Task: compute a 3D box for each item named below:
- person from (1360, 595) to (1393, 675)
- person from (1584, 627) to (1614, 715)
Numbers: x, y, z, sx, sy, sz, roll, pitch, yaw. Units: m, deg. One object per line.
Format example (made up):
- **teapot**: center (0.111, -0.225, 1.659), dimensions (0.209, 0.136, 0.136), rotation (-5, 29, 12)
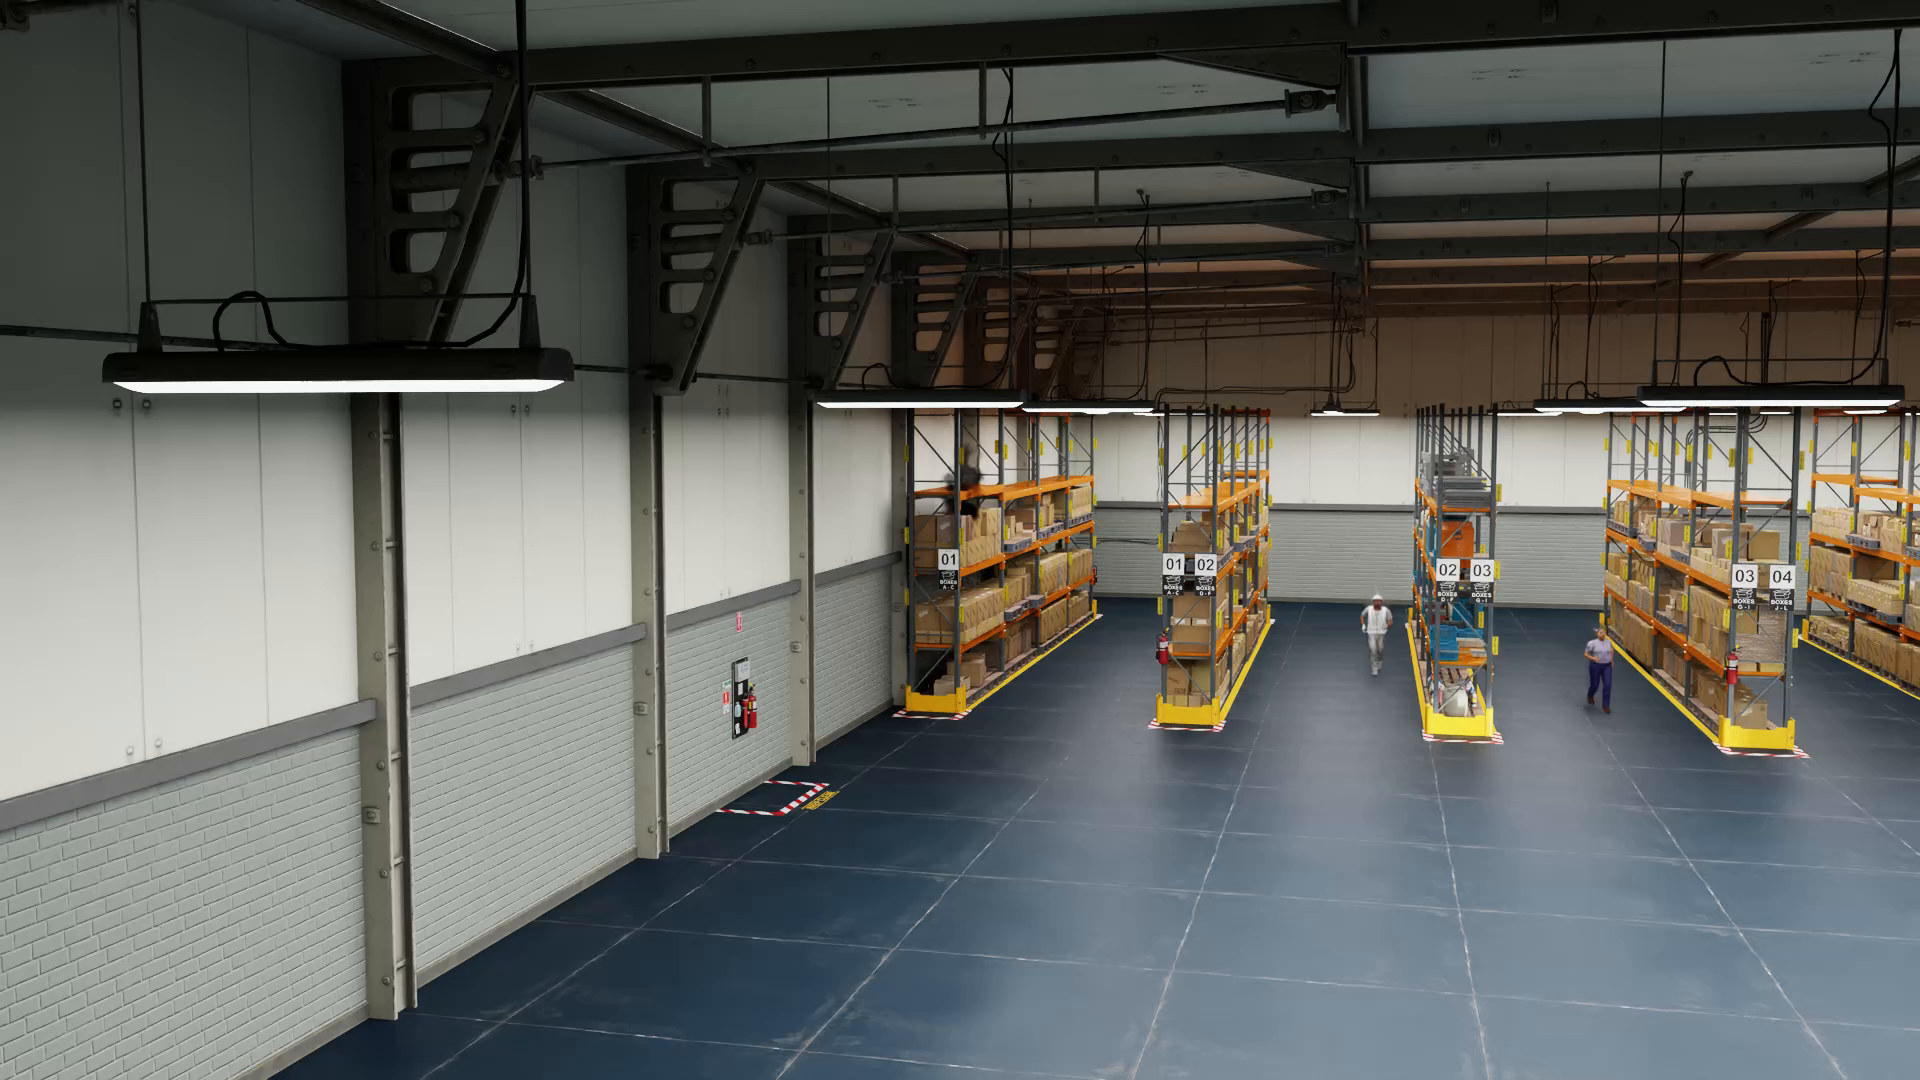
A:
- **person**: center (9.363, 2.104, 37.370), dimensions (0.705, 1.773, 0.879), rotation (1, 4, 10)
- **person**: center (12.527, 2.529, 32.556), dimensions (0.612, 1.652, 0.929), rotation (0, 4, 5)
